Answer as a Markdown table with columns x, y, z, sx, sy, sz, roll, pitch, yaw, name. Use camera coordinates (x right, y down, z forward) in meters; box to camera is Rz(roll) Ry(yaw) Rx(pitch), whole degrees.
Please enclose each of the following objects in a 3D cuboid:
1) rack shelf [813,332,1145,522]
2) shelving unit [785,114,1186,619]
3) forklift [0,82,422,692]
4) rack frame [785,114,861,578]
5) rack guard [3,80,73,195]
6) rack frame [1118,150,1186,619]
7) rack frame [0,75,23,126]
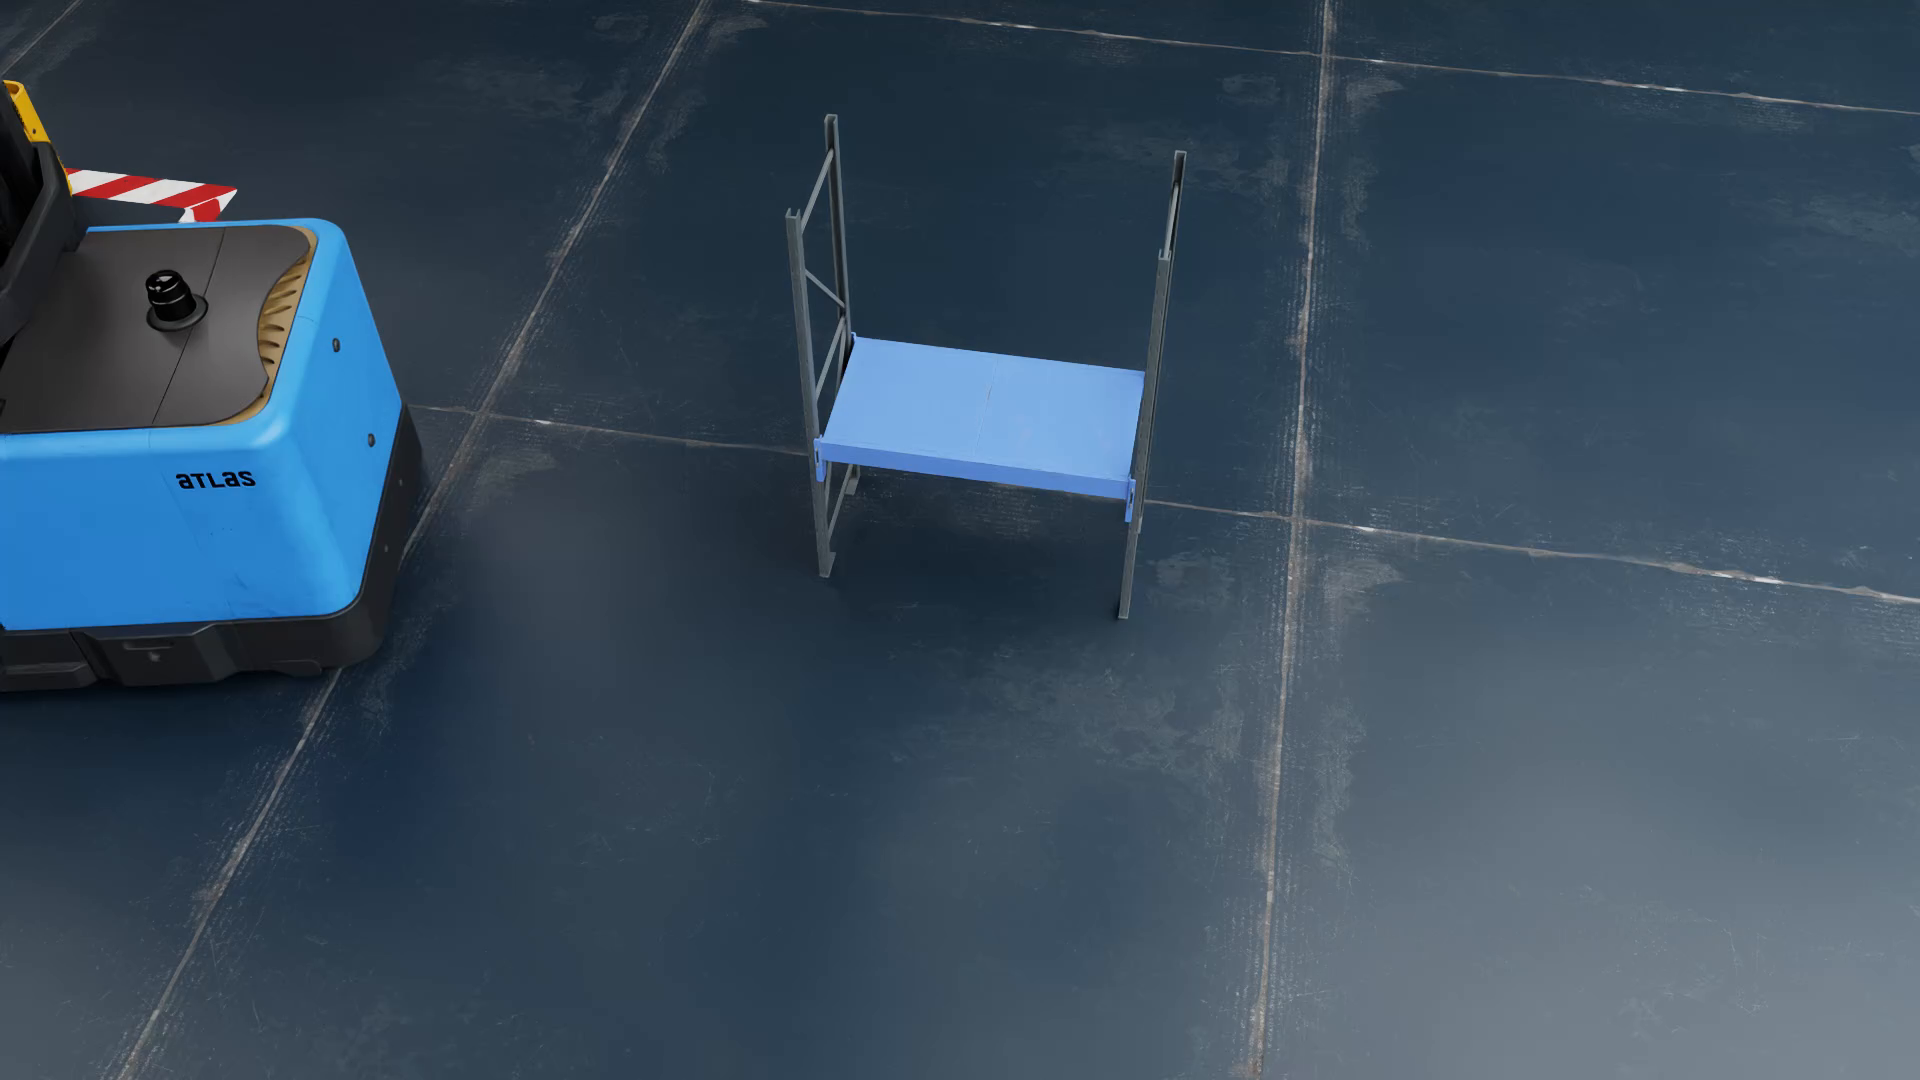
| x | y | z | sx | sy | sz | roll | pitch | yaw | name |
| --- | --- | --- | --- | --- | --- | --- | --- | --- | --- |
| 0.084 | -0.370 | 5.316 | 1.000 | 0.185 | 0.538 | 8 | 49 | 7 | rack shelf |
| 0.084 | -0.490 | 5.182 | 1.048 | 1.500 | 0.538 | 8 | 49 | 7 | shelving unit |
| -3.401 | -0.852 | 4.545 | 3.031 | 2.935 | 1.130 | -3 | 48 | -2 | forklift |
| -0.416 | -0.557 | 5.242 | 0.032 | 1.500 | 0.500 | 8 | 49 | 7 | rack frame |
| -4.043 | -1.279 | 6.563 | 0.348 | 0.500 | 1.175 | 8 | 49 | 7 | rack guard |
| 0.584 | -0.423 | 5.122 | 0.032 | 1.500 | 0.500 | 8 | 49 | 7 | rack frame |
| -3.968 | -2.105 | 5.624 | 0.127 | 3.000 | 1.000 | 8 | 49 | 7 | rack frame |
